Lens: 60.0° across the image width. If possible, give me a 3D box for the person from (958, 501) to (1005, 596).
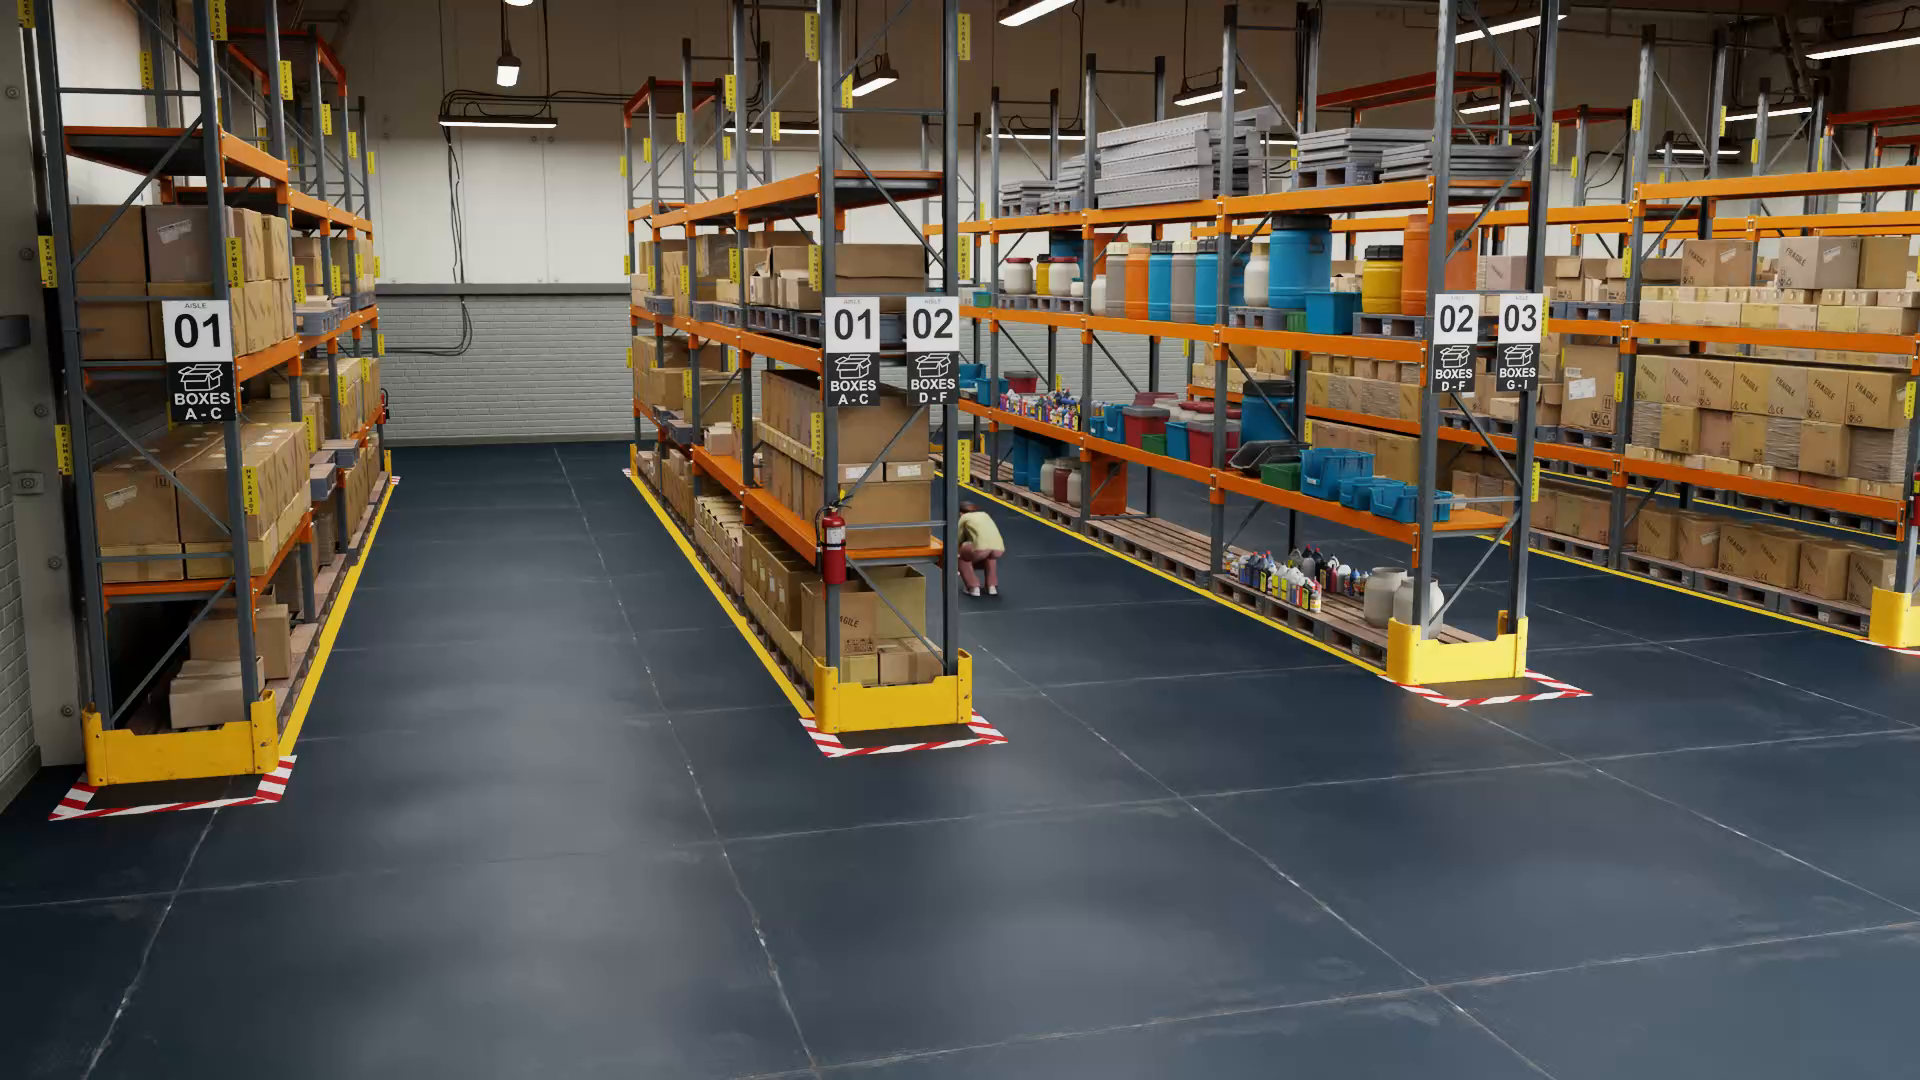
[{"bbox_3d":[0.190,0.091,17.633,0.452,0.934,0.817,-3,10,-17],"label":"person"}]
